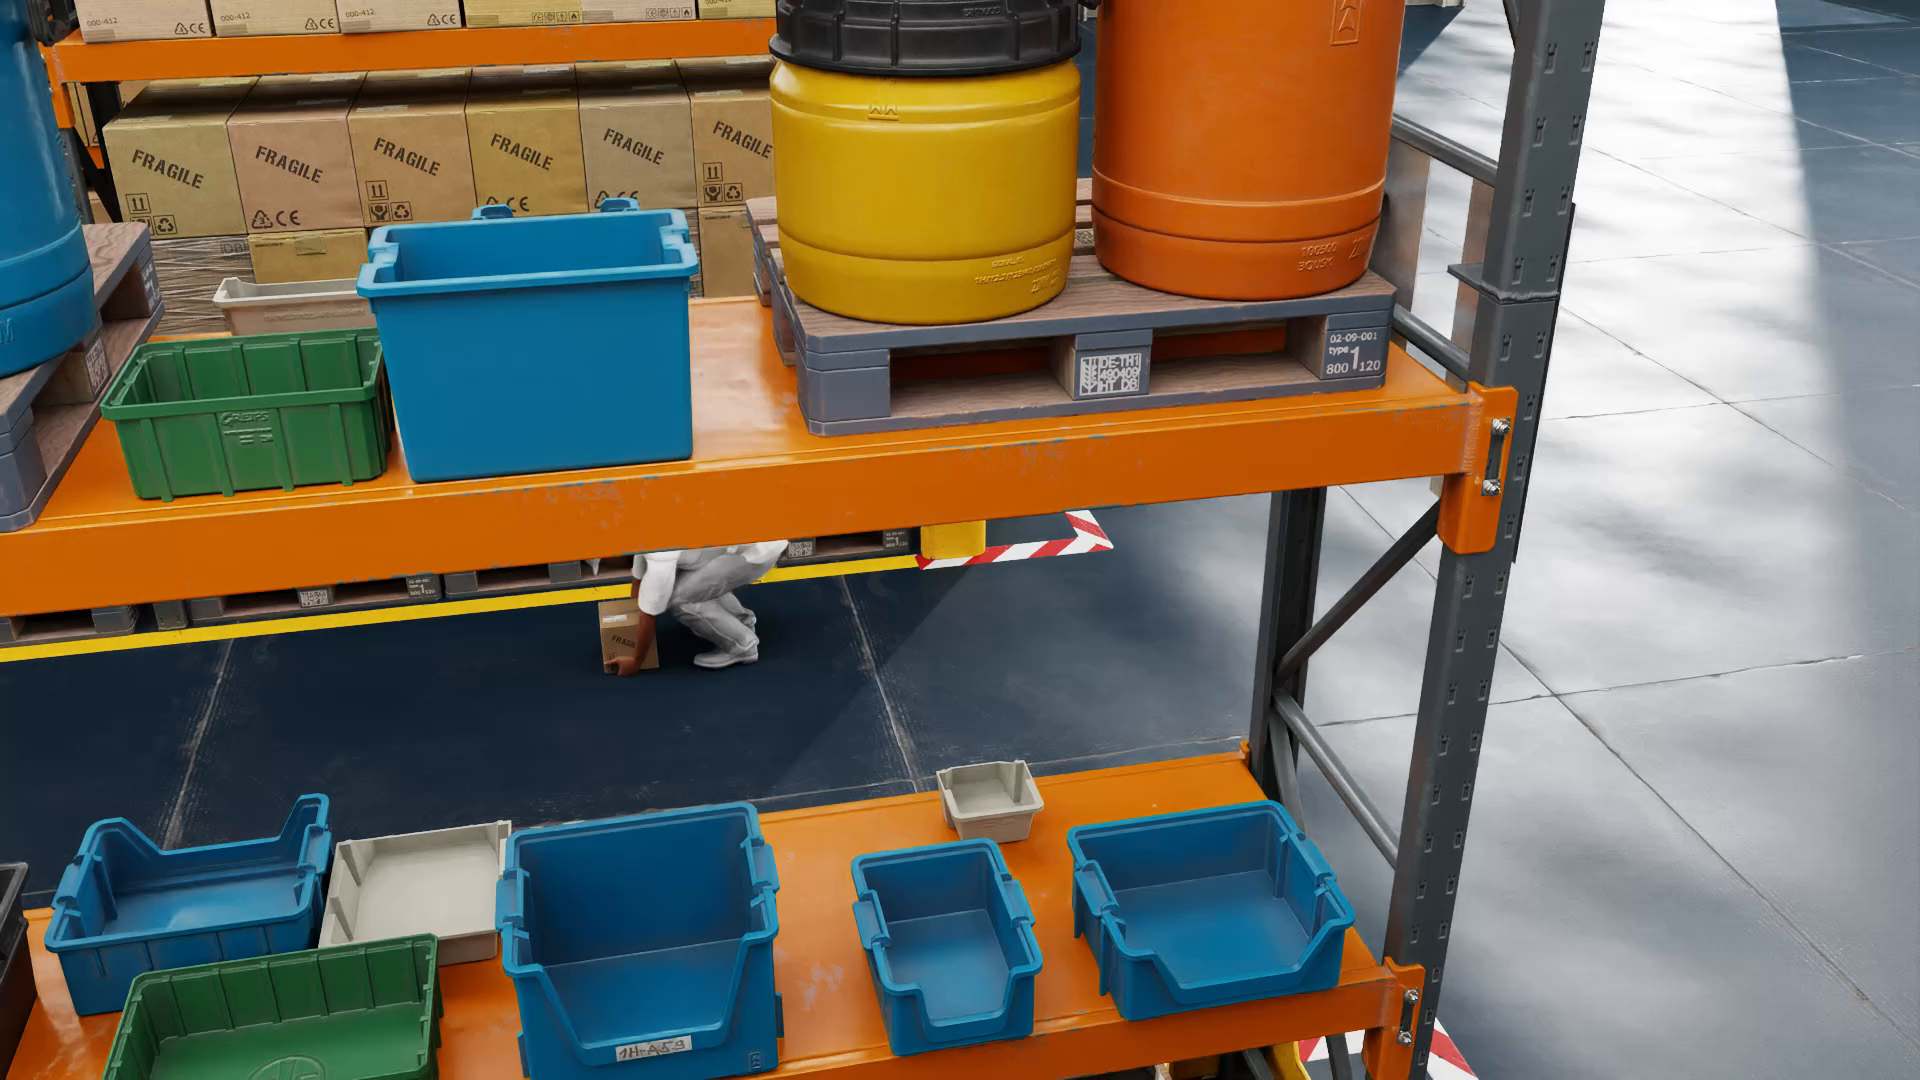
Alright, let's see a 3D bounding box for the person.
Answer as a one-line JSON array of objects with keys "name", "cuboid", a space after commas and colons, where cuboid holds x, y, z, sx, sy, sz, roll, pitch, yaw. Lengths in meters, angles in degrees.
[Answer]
[{"name": "person", "cuboid": [-1.288, 0.187, 7.794, 0.978, 0.838, 0.526, -5, 27, -10]}]
